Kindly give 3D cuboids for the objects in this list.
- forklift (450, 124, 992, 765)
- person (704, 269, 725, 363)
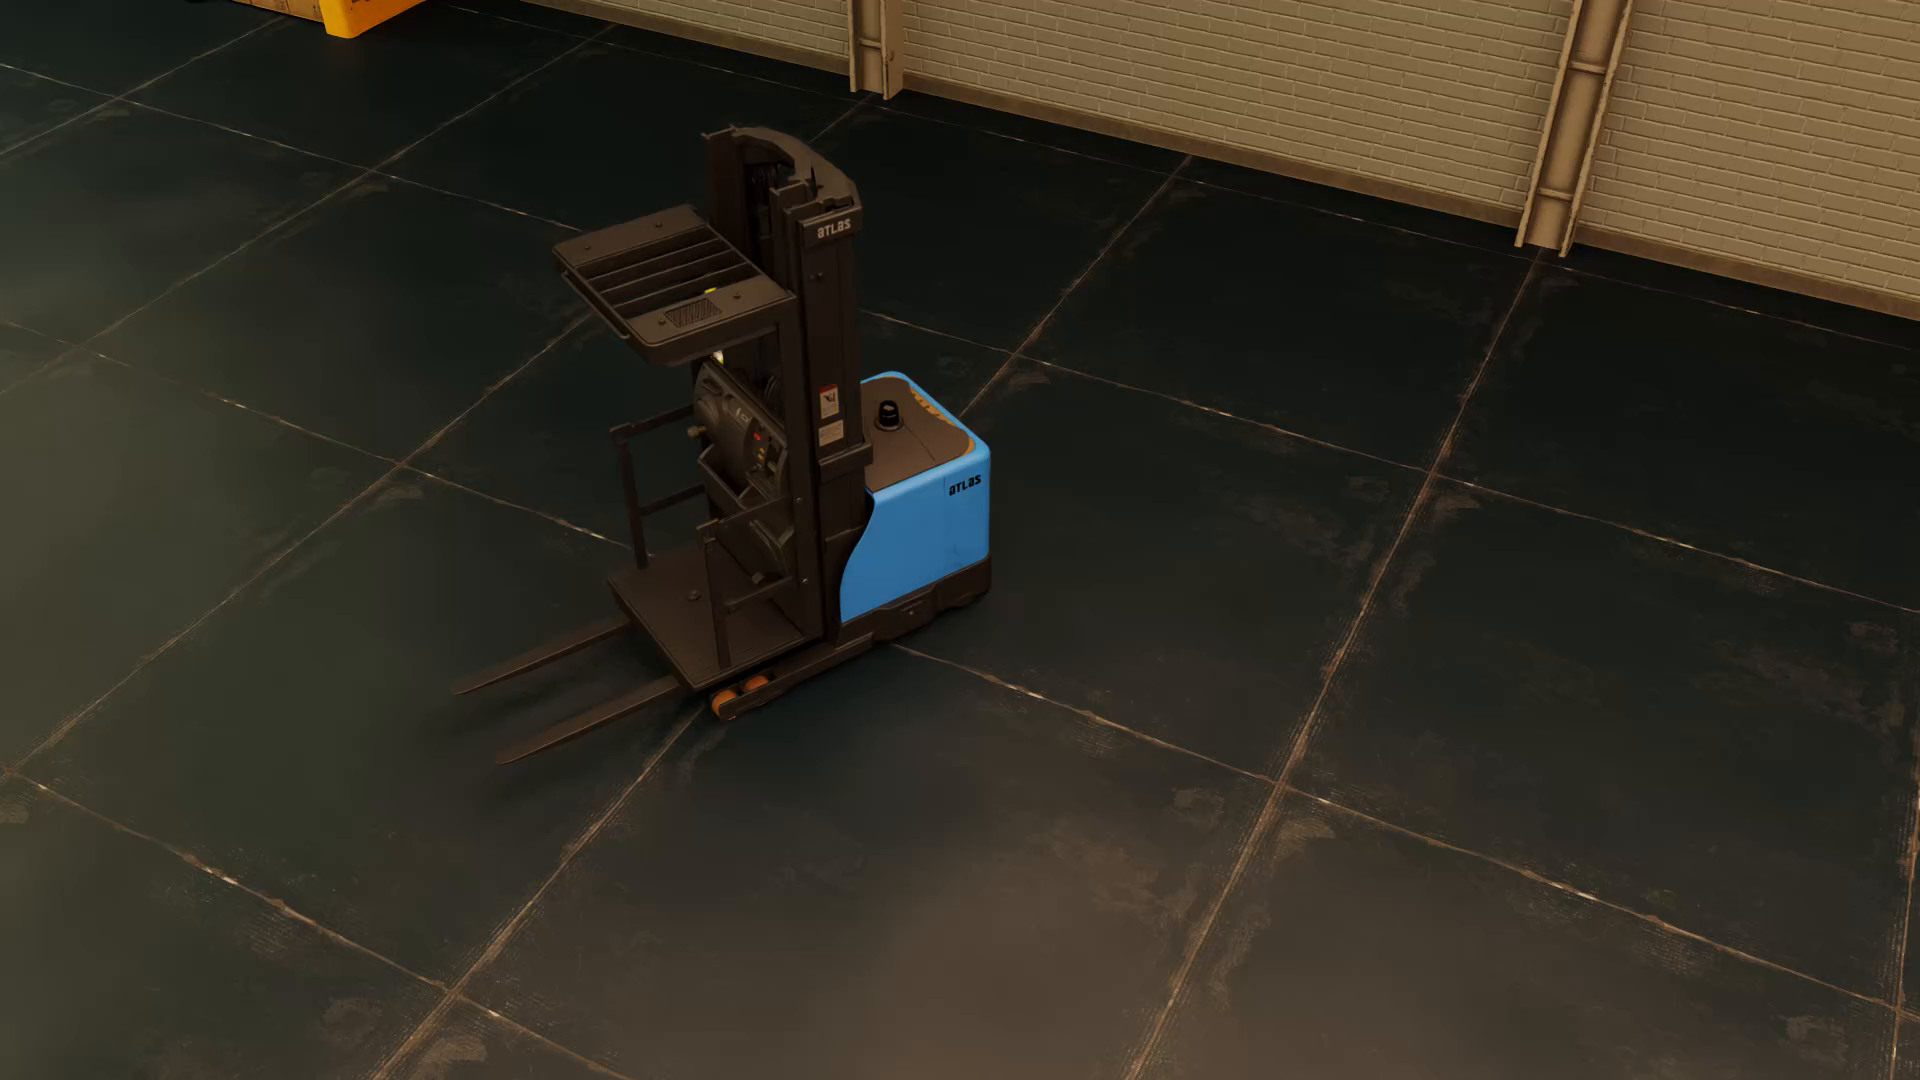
[{"bbox_3d":[-1.318,-0.526,8.611,3.031,2.935,1.130,-24,46,-26],"label":"forklift"},{"bbox_3d":[-1.355,-1.264,10.602,0.819,1.535,0.742,7,41,8],"label":"person"}]
